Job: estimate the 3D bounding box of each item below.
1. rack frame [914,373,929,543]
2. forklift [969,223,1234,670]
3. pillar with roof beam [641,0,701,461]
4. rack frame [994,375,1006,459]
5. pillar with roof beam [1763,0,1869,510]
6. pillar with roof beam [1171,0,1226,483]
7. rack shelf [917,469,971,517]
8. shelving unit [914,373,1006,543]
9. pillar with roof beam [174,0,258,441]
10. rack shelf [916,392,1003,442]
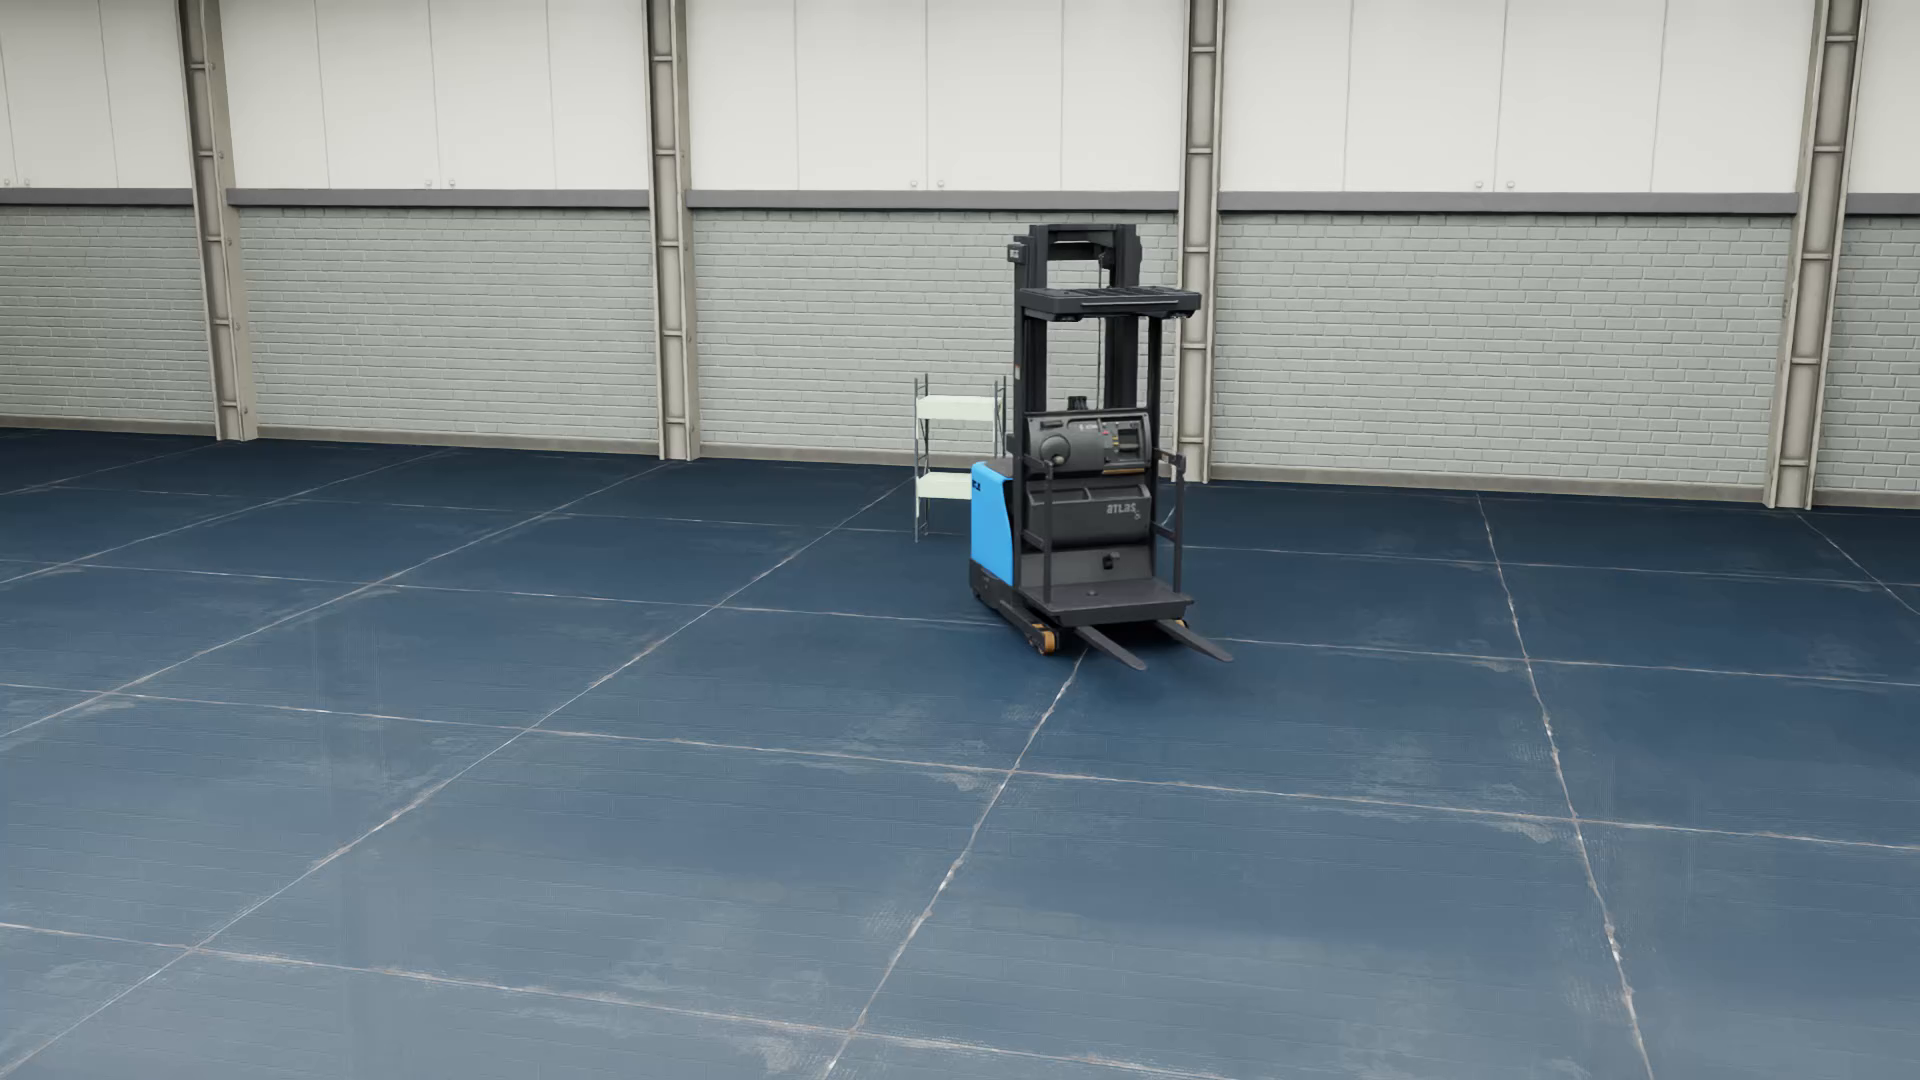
[{"bbox_3d":[-0.349,-0.751,15.172,0.023,1.500,0.400,3,13,14],"label":"rack frame"},{"bbox_3d":[0.999,-0.728,11.763,1.130,2.935,3.031,-4,13,-17],"label":"forklift"},{"bbox_3d":[-4.330,-4.455,14.556,0.400,9.000,9.100,3,13,14],"label":"pillar with roof beam"},{"bbox_3d":[0.362,-0.713,15.000,0.023,1.500,0.400,3,13,14],"label":"rack frame"},{"bbox_3d":[7.321,-3.833,11.749,0.400,9.000,9.100,3,13,14],"label":"pillar with roof beam"},{"bbox_3d":[1.496,-4.144,13.153,0.400,9.000,9.100,3,13,14],"label":"pillar with roof beam"},{"bbox_3d":[0.006,-0.414,15.157,0.720,0.370,0.431,3,13,14],"label":"rack shelf"},{"bbox_3d":[0.006,-0.732,15.086,0.755,1.500,0.431,3,13,14],"label":"shelving unit"},{"bbox_3d":[-10.155,-4.767,15.959,0.400,9.000,9.100,3,13,14],"label":"pillar with roof beam"},{"bbox_3d":[0.006,-1.113,15.001,0.720,0.370,0.431,3,13,14],"label":"rack shelf"}]
